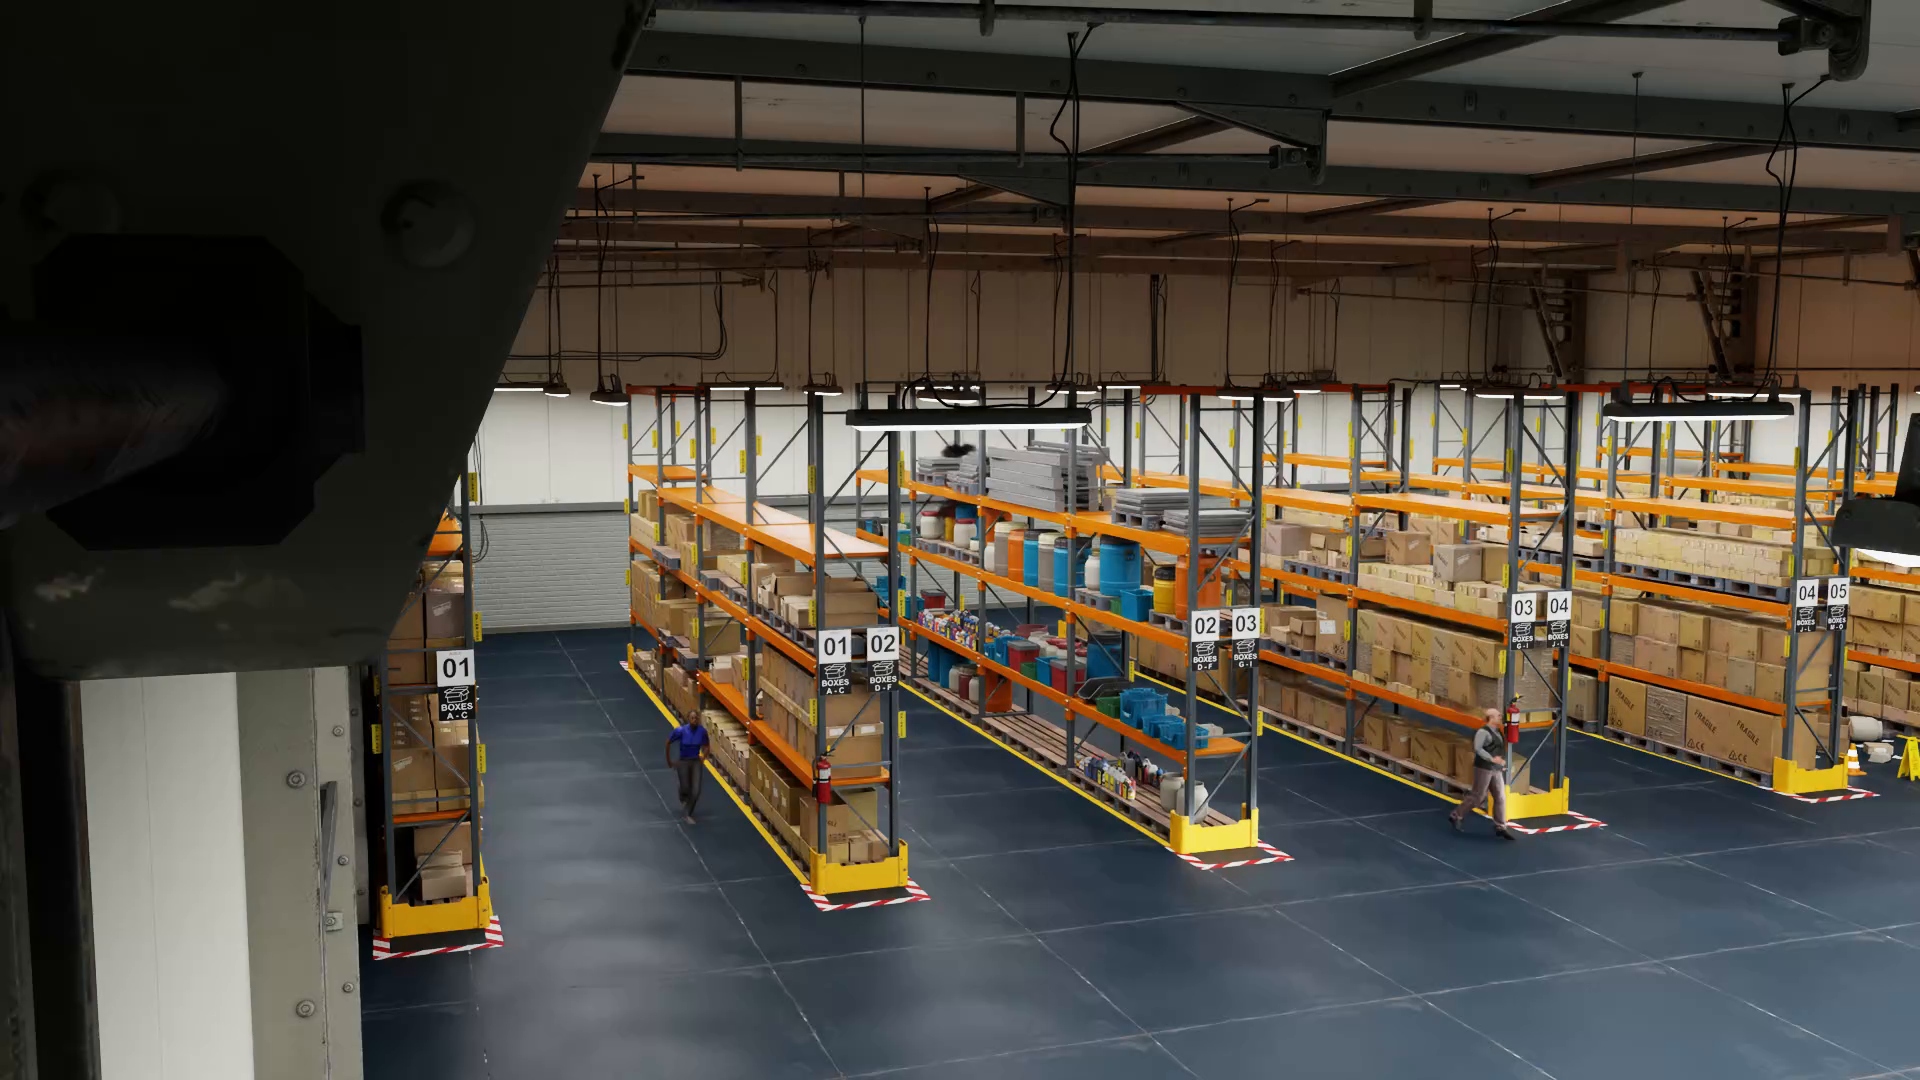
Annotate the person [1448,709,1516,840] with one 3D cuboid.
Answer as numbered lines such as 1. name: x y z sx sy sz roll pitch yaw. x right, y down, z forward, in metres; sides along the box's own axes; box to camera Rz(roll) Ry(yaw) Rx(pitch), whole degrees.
1. person: 7.195 3.134 22.530 0.717 1.703 0.919 -6 8 -44

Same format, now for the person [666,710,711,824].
1. person: -3.793 3.163 23.264 0.611 1.600 0.664 -3 6 -24
